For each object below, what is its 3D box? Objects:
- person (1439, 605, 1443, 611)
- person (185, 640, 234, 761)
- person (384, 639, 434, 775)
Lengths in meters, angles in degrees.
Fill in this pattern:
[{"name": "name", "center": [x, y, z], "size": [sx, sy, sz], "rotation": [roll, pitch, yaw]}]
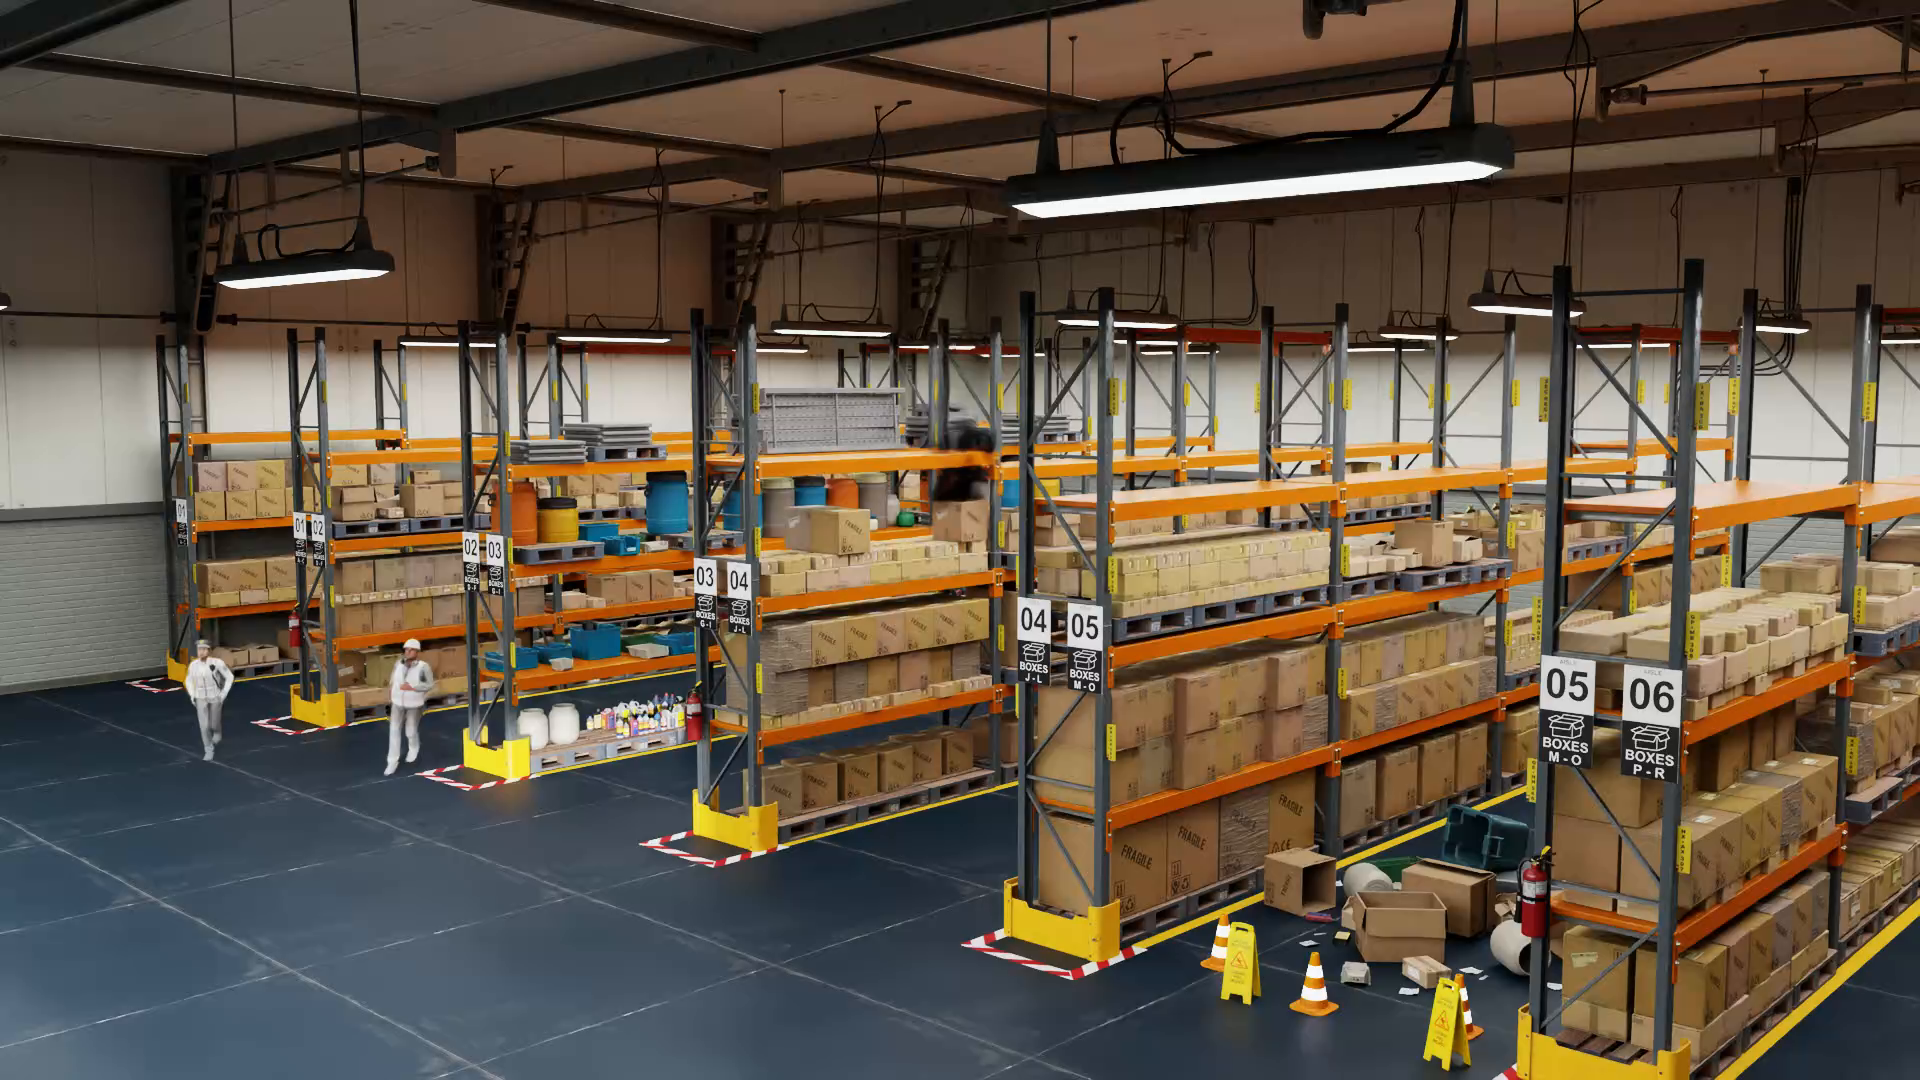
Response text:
[{"name": "person", "center": [7.345, 1.880, 25.735], "size": [0.672, 1.784, 1.223], "rotation": [5, 7, 41]}, {"name": "person", "center": [-10.391, 2.188, 23.048], "size": [0.627, 1.684, 0.620], "rotation": [-1, 5, -12]}, {"name": "person", "center": [-7.357, 2.209, 22.340], "size": [0.661, 1.797, 0.874], "rotation": [0, 5, 3]}]
